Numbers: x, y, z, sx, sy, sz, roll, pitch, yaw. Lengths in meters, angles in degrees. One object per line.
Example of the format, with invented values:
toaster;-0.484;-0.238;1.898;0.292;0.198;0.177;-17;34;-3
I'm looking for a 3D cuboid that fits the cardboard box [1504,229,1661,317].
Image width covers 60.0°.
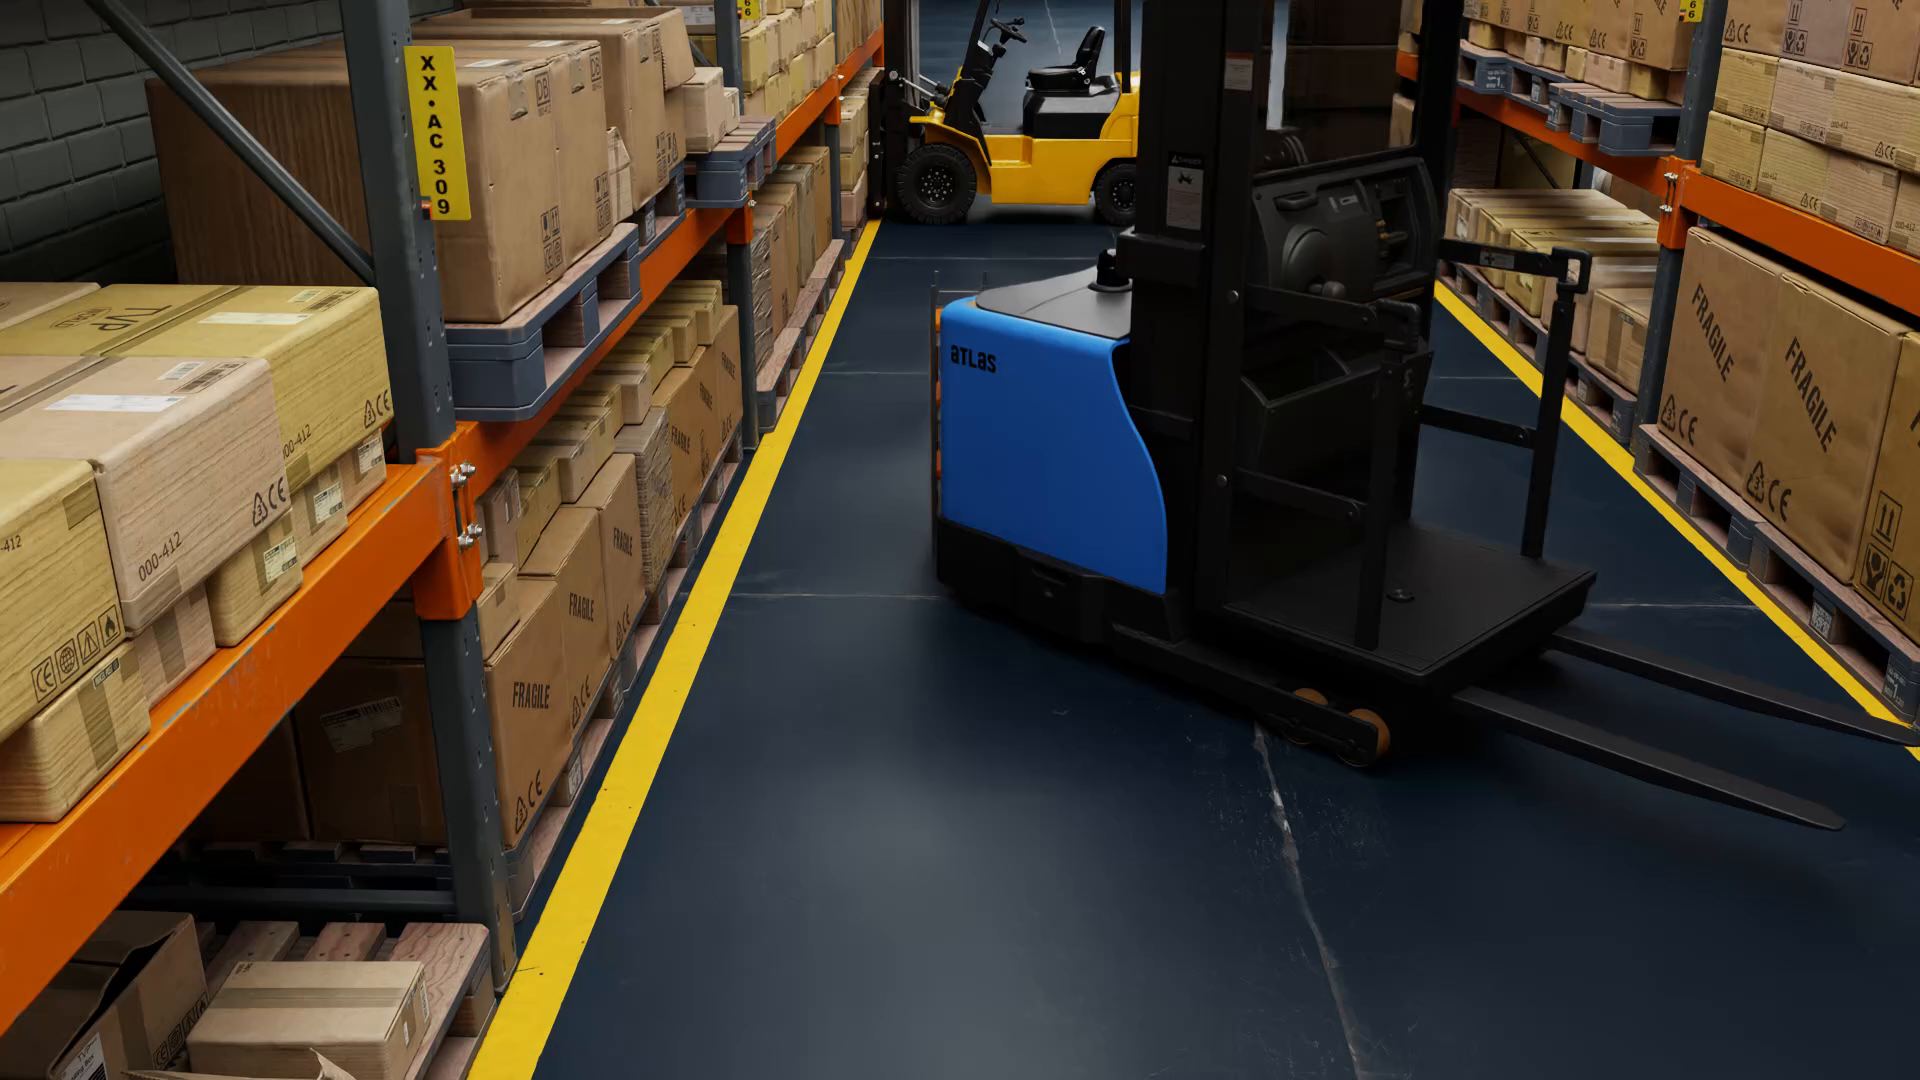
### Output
cardboard box;3.606;-1.486;9.264;0.950;0.372;0.625;1;21;3

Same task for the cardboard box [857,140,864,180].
cardboard box;-0.967;-2.770;12.051;0.500;0.250;0.500;1;21;1

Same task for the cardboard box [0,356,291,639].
cardboard box;-1.319;-0.078;2.378;0.500;0.250;0.500;1;21;2

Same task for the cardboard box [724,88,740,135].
cardboard box;-1.062;-1.660;6.428;0.380;0.149;0.250;1;21;3

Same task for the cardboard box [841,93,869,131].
cardboard box;-0.946;-3.186;12.431;0.500;0.250;0.500;1;21;3

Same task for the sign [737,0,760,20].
sign;-0.883;-2.324;6.879;0.100;0.325;0.005;1;21;2

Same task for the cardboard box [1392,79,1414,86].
cardboard box;3.466;-3.440;13.431;0.500;0.500;0.500;0;21;0

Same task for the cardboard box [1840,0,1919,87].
cardboard box;3.240;-1.741;5.348;0.500;0.500;0.500;1;21;3

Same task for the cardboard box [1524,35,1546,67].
cardboard box;3.257;-2.628;8.921;0.380;0.149;0.250;1;21;4

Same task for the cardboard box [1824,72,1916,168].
cardboard box;3.229;-1.386;5.470;0.500;0.250;0.500;1;21;1

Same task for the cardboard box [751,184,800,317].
cardboard box;-1.361;-1.617;9.252;0.875;0.625;0.625;0;21;-1

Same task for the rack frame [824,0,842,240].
rack frame;-1.304;-3.270;10.809;1.000;3.000;0.127;1;21;2

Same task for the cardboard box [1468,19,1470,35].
cardboard box;3.422;-3.565;11.021;0.500;0.500;0.500;0;21;0

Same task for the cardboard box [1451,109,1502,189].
cardboard box;3.407;-2.697;11.516;0.500;0.500;0.500;0;21;1

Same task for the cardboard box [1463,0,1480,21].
cardboard box;3.357;-3.431;10.095;0.500;0.500;0.500;1;21;3

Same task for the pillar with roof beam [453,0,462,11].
pillar with roof beam;2.016;-5.054;7.114;9.100;9.000;0.400;1;21;2

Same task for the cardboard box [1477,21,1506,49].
cardboard box;3.308;-3.008;9.902;0.380;0.149;0.250;1;21;3

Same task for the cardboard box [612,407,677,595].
cardboard box;-1.260;-0.140;5.619;0.500;0.500;0.500;0;21;0

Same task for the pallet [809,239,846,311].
pallet;-1.287;-1.703;10.625;1.003;0.211;1.213;1;21;2

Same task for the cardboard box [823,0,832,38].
cardboard box;-1.063;-3.252;10.280;0.500;0.250;0.500;0;21;0

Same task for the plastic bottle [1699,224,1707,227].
plastic bottle;5.571;-2.292;12.352;0.133;0.061;0.283;4;22;11

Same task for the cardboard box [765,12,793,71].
cardboard box;-1.118;-2.514;8.378;0.500;0.250;0.500;0;21;0

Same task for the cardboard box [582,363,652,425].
cardboard box;-1.256;-0.496;5.638;0.380;0.149;0.250;0;21;-1

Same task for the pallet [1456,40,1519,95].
pallet;3.489;-2.852;9.998;1.003;0.211;1.213;1;21;2

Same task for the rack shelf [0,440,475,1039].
rack shelf;-1.608;0.682;1.620;1.077;0.370;4.000;1;21;2

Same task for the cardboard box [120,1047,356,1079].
cardboard box;-1.282;1.036;2.912;0.396;0.266;0.258;1;21;4

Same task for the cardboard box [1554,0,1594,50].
cardboard box;3.291;-2.688;8.180;0.500;0.500;0.500;-1;21;-2

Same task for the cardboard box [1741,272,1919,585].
cardboard box;3.400;-0.404;5.780;0.875;0.875;0.875;1;21;2

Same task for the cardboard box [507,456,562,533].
cardboard box;-1.348;-0.130;4.695;0.380;0.149;0.250;0;21;1

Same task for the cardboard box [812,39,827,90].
cardboard box;-1.068;-2.833;9.890;0.500;0.250;0.500;1;21;1

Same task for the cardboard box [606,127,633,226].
cardboard box;-1.122;-1.008;4.586;0.396;0.266;0.258;2;21;4

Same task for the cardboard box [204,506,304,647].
cardboard box;-1.275;0.047;2.609;0.380;0.149;0.250;1;21;3

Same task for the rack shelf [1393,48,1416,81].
rack shelf;3.718;-3.604;12.665;1.077;0.370;4.000;1;21;2

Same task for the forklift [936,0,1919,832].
forklift;1.316;-0.918;4.843;3.031;2.935;1.130;20;29;41

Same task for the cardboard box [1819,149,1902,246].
cardboard box;3.250;-1.150;5.554;0.500;0.250;0.500;1;21;3

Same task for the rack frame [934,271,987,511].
rack frame;0.002;-0.514;6.403;0.200;1.050;0.008;1;21;2

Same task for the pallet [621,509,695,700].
pallet;-1.526;0.186;5.757;1.003;0.211;1.213;1;21;2

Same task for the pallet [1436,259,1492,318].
pallet;3.635;-1.635;10.450;1.003;0.211;1.213;1;21;2

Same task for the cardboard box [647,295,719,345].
cardboard box;-1.165;-0.876;6.617;0.380;0.149;0.250;0;21;-1

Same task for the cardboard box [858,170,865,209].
cardboard box;-0.958;-2.538;12.145;0.500;0.250;0.500;0;21;0

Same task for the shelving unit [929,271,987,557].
shelving unit;-0.002;-0.470;6.289;0.215;1.050;0.252;1;21;2

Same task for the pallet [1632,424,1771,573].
pallet;3.437;-0.186;6.716;1.003;0.211;1.213;1;21;2

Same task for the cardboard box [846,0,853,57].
cardboard box;-1.030;-3.662;11.682;0.500;0.500;0.500;1;21;3

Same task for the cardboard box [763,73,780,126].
cardboard box;-1.148;-2.093;7.983;0.500;0.250;0.500;0;21;0

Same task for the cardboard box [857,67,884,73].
cardboard box;-0.885;-3.926;14.339;0.500;0.250;0.500;1;21;3

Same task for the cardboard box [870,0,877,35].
cardboard box;-0.960;-4.394;13.569;0.500;0.500;0.500;1;21;3

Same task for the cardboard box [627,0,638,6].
cardboard box;-1.618;-2.292;7.255;0.380;0.149;0.250;1;21;3

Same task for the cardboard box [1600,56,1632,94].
cardboard box;3.209;-2.159;7.713;0.380;0.149;0.250;0;21;1

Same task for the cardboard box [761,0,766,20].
cardboard box;-1.137;-2.569;7.967;0.380;0.149;0.250;1;21;2

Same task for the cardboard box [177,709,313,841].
cardboard box;-1.828;0.412;4.196;0.500;0.500;0.500;1;21;1
